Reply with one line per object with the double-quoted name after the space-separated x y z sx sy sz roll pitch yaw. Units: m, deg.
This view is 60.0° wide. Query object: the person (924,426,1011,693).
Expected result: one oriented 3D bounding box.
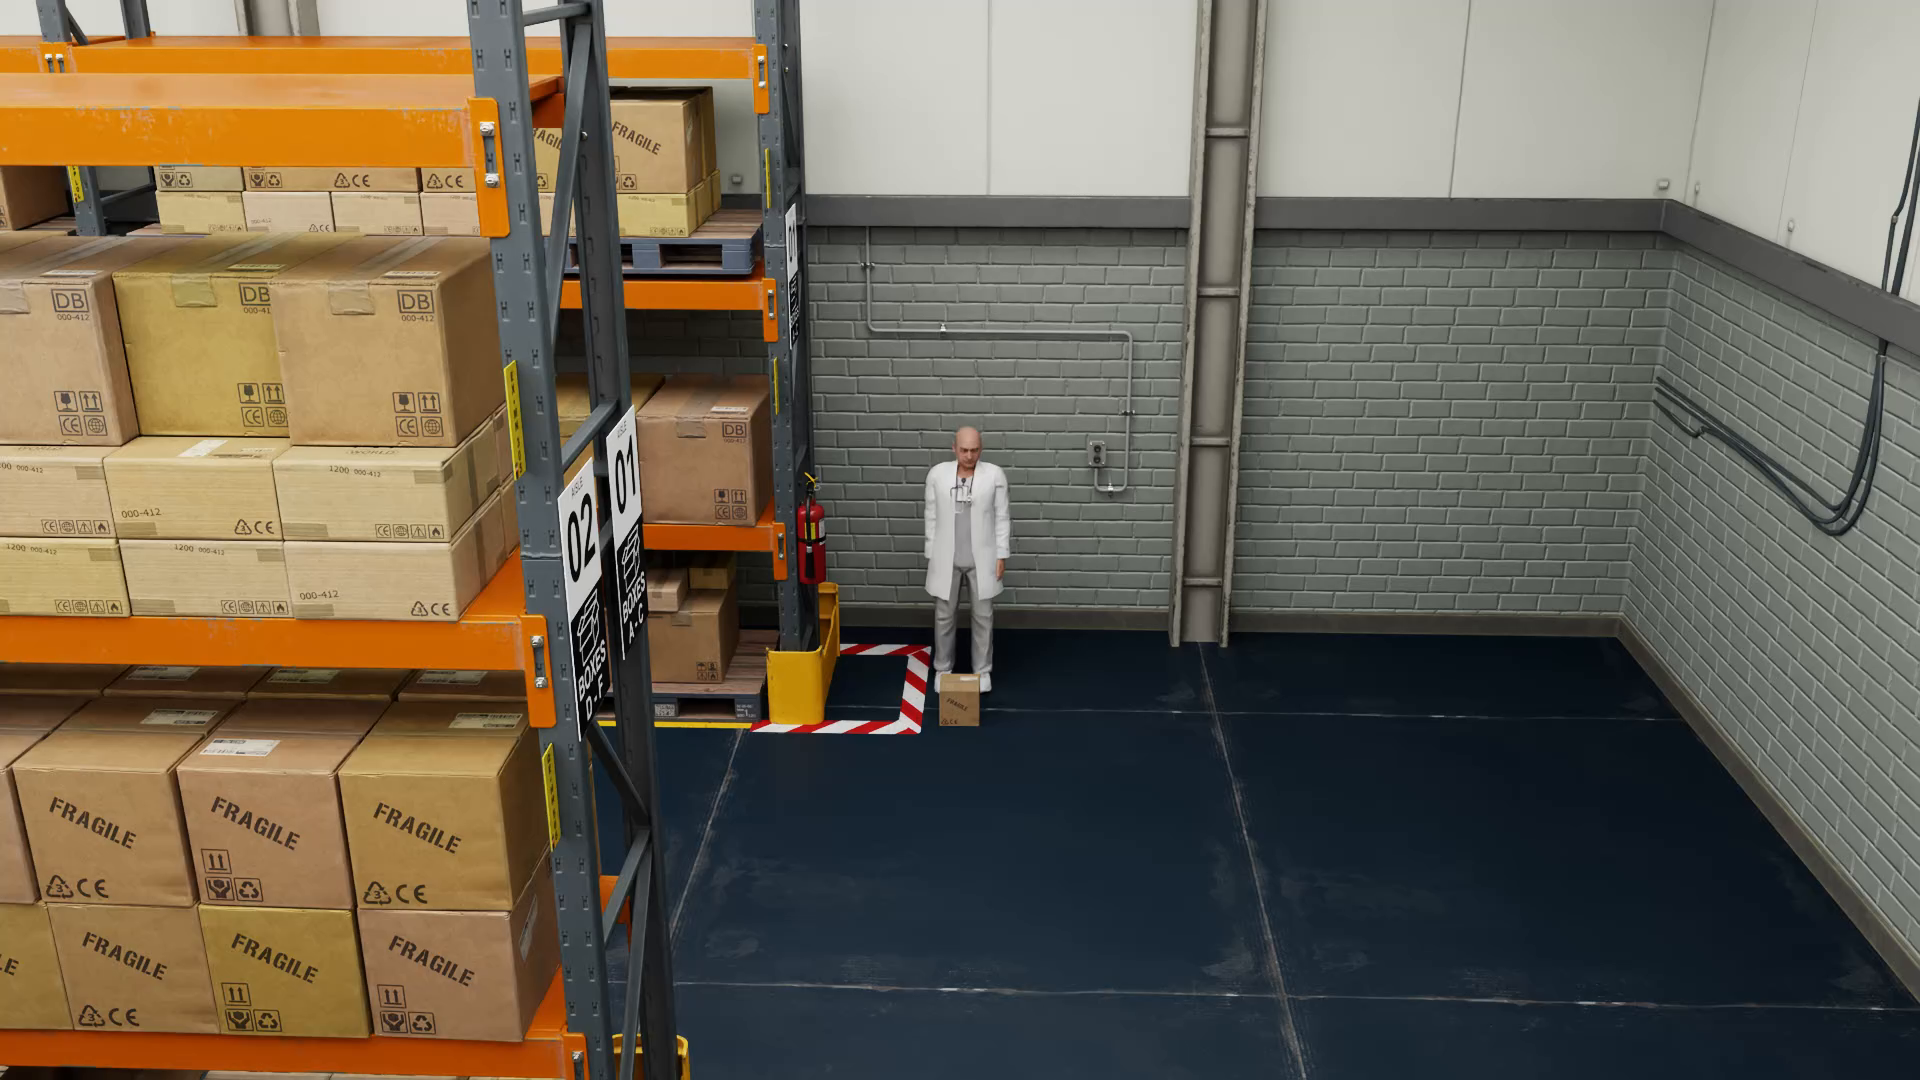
0.047 0.130 10.777 0.562 1.785 0.385 1 21 3 "person"
